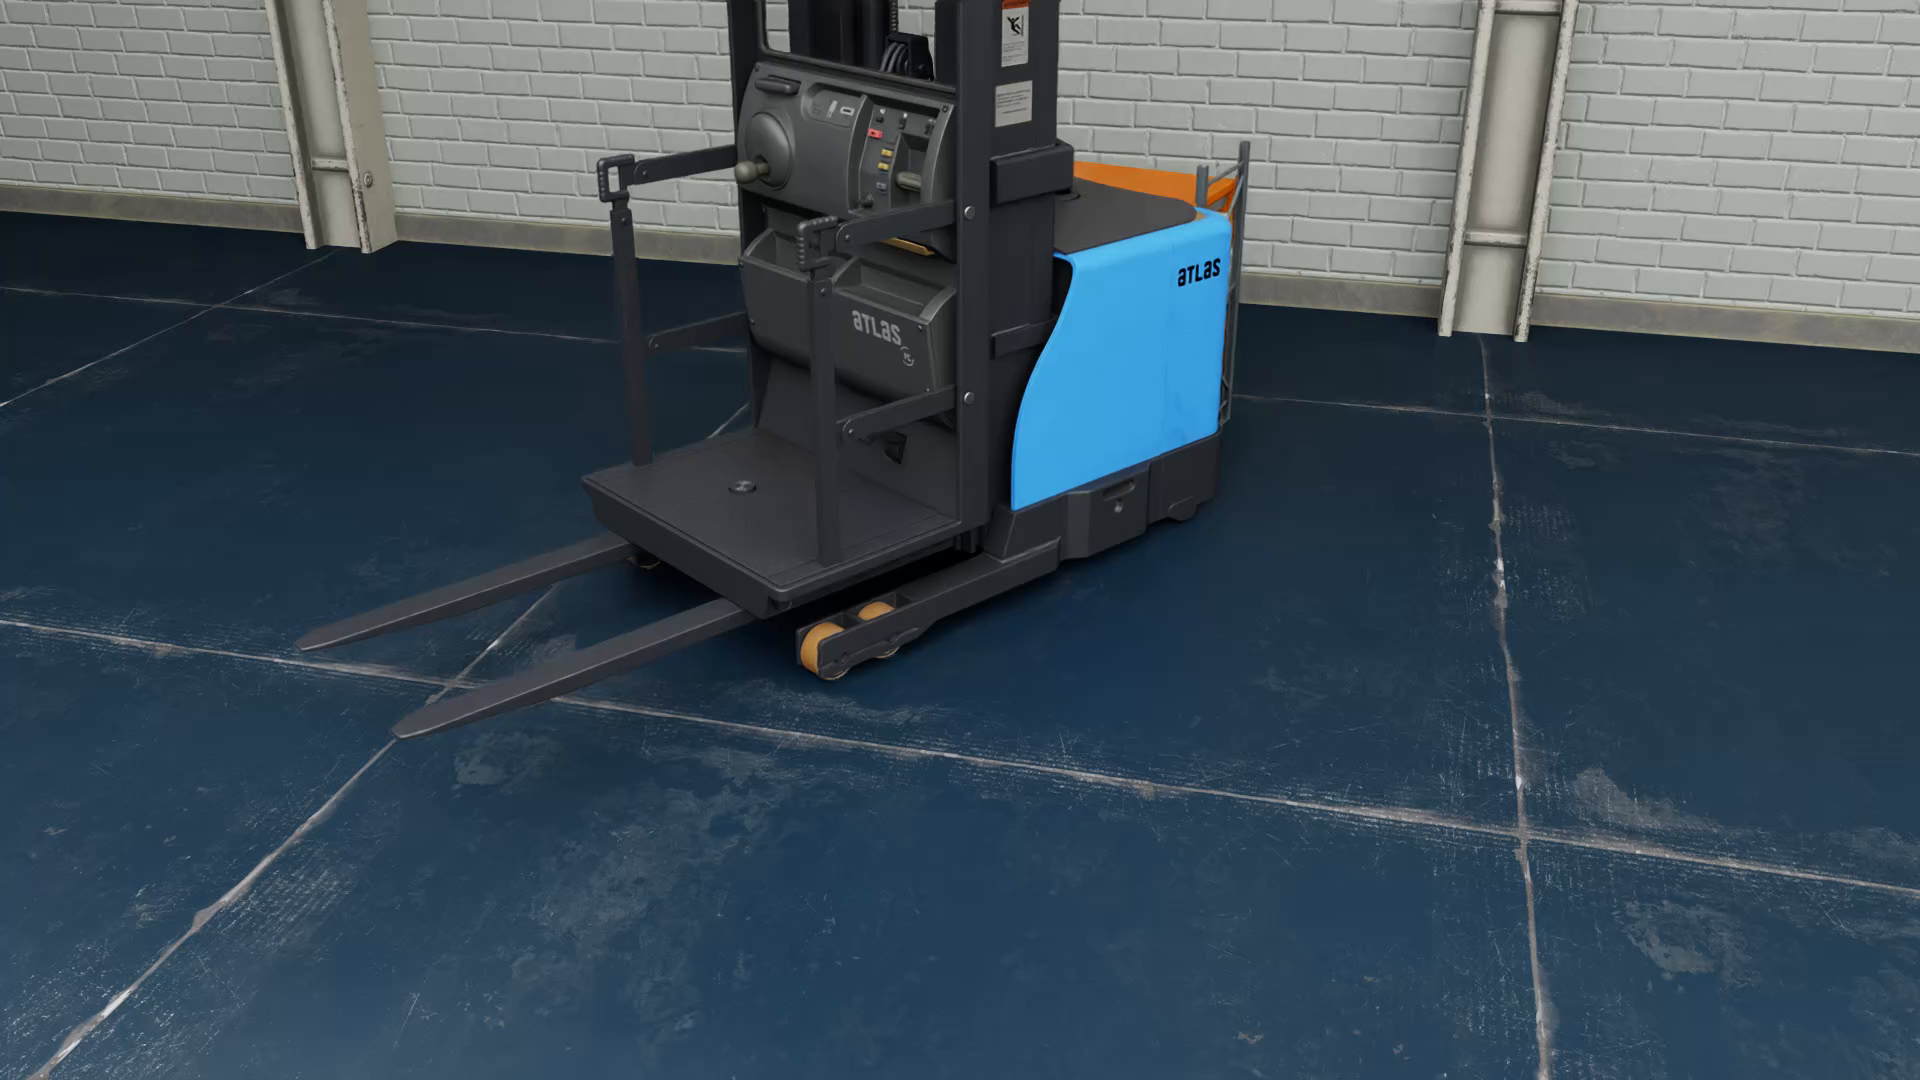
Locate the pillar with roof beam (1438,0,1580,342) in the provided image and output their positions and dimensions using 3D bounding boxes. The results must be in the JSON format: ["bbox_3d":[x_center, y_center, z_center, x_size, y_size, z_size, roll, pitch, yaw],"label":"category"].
[{"bbox_3d":[1.388,-3.268,2.145,0.400,9.000,9.100,6,26,13],"label":"pillar with roof beam"}]

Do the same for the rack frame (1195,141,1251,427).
[{"bbox_3d":[0.975,-0.914,6.361,0.032,1.125,0.500,13,28,25],"label":"rack frame"}]

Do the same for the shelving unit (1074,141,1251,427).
[{"bbox_3d":[0.525,-1.016,6.575,1.048,1.125,0.538,13,28,25],"label":"shelving unit"}]

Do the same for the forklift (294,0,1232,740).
[{"bbox_3d":[-0.509,-1.165,4.788,3.031,2.935,1.130,-21,33,-37],"label":"forklift"}]

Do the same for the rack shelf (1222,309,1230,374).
[{"bbox_3d":[0.525,-0.795,6.681,1.000,0.278,0.538,13,28,25],"label":"rack shelf"}]

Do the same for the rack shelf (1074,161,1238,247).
[{"bbox_3d":[0.525,-1.280,6.450,1.000,0.278,0.538,13,28,25],"label":"rack shelf"}]

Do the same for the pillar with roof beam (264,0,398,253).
[{"bbox_3d":[-4.423,-3.910,3.495,0.400,9.000,9.100,6,26,13],"label":"pillar with roof beam"}]
